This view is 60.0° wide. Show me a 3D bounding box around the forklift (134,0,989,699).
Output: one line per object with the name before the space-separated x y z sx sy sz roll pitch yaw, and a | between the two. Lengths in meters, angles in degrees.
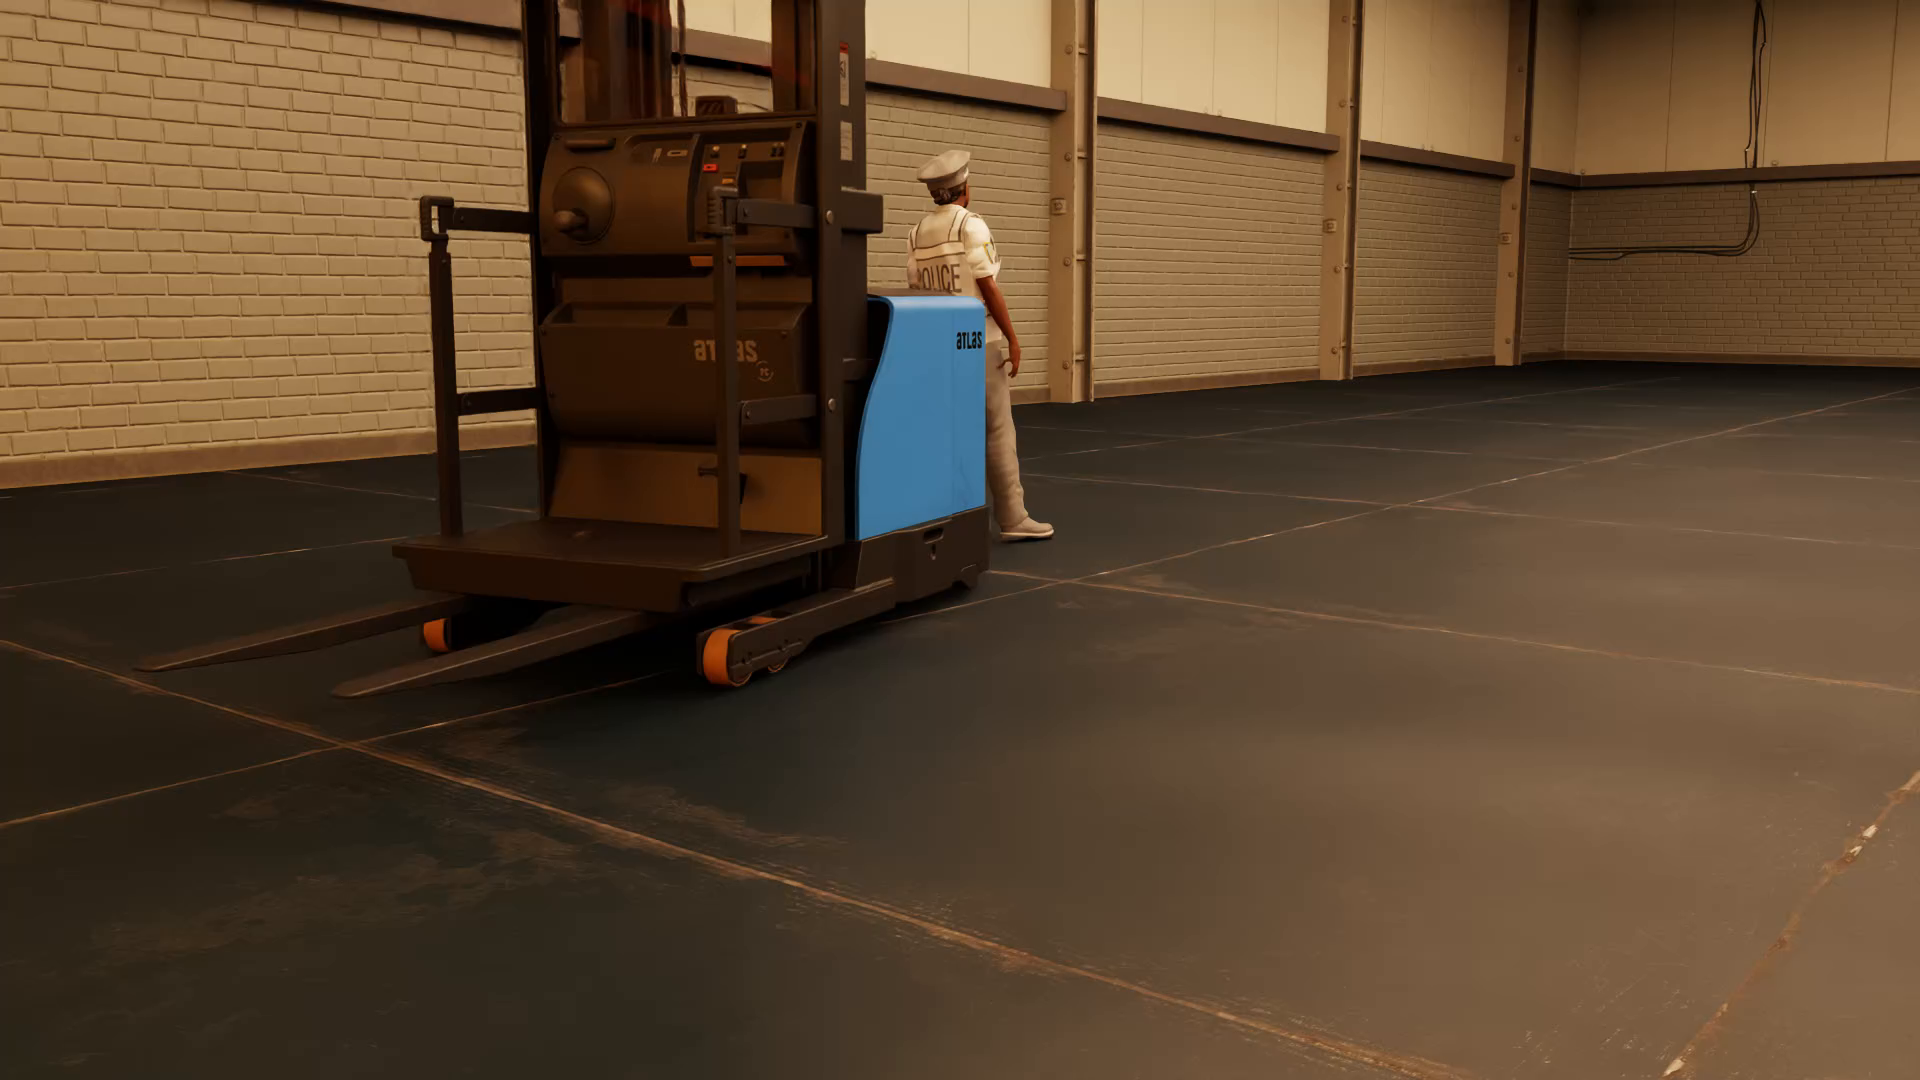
forklift | -0.973 -1.113 4.885 1.130 2.935 3.031 4 9 25

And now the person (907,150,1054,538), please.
person | 0.062 -0.852 7.327 0.570 1.695 0.530 7 11 38
